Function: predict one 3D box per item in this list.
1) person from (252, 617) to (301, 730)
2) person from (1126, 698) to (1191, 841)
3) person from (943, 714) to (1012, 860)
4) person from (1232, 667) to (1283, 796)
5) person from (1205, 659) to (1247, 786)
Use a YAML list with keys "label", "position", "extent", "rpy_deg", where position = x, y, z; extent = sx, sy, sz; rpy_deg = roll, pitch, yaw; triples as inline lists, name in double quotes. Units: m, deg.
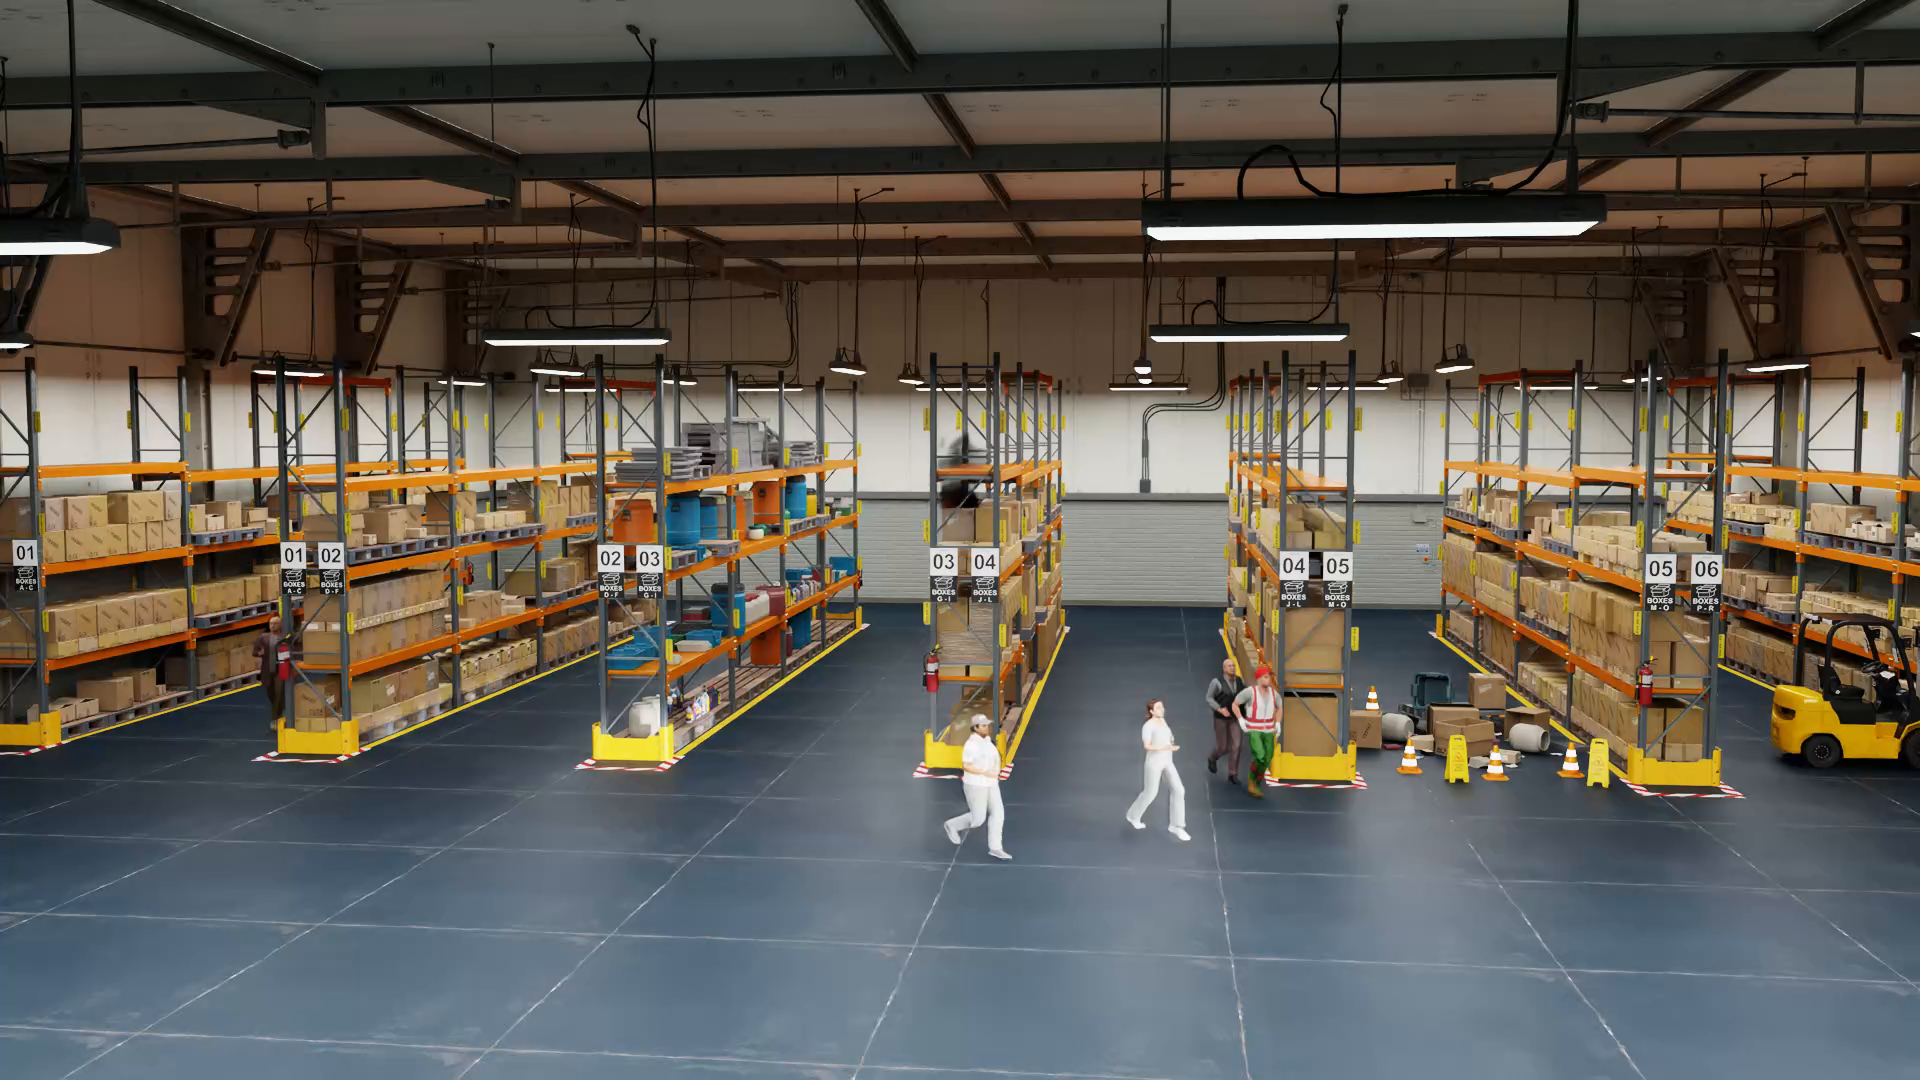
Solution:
- label: "person"
  position: [-11.218, 2.154, 27.245]
  extent: [0.708, 1.785, 1.000]
  rpy_deg: [0, 4, -6]
- label: "person"
  position: [2.408, 2.750, 20.147]
  extent: [0.569, 1.689, 0.886]
  rpy_deg: [-4, 5, -42]
- label: "person"
  position: [0.221, 2.828, 19.174]
  extent: [0.849, 1.659, 0.607]
  rpy_deg: [3, 5, 32]
- label: "person"
  position: [4.020, 2.558, 22.128]
  extent: [0.679, 1.742, 0.574]
  rpy_deg: [-1, 4, -15]
- label: "person"
  position: [3.748, 2.513, 23.244]
  extent: [0.685, 1.723, 0.771]
  rpy_deg: [-1, 4, -14]
